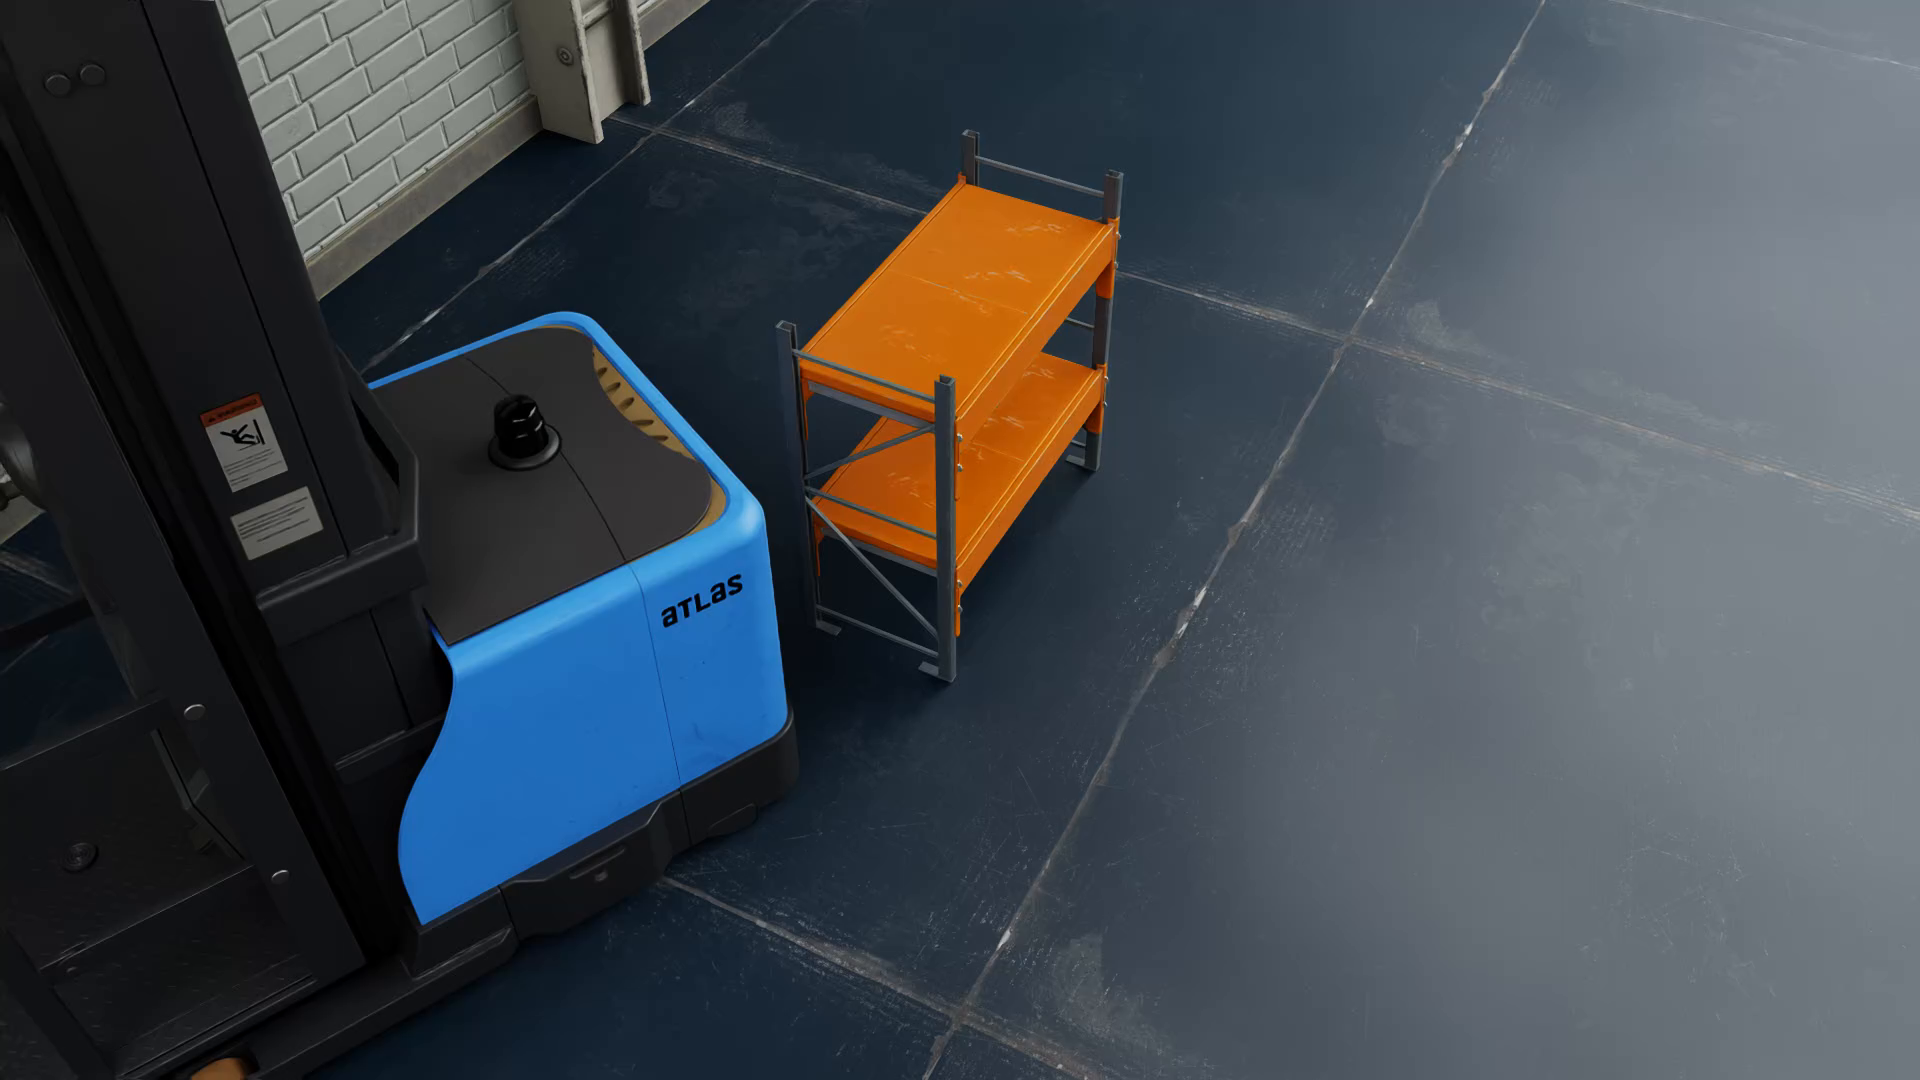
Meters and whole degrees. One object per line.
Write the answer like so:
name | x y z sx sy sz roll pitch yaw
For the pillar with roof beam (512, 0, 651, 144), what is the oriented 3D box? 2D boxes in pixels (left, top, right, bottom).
pillar with roof beam | 2.268 -3.550 2.432 9.100 9.000 0.400 20 49 19

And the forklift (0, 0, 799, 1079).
forklift | -1.932 -0.011 3.200 3.031 2.935 1.130 -27 51 -24

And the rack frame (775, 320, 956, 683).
rack frame | -0.239 -0.071 4.529 0.500 1.125 0.032 20 49 19

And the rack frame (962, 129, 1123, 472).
rack frame | 0.233 -0.711 5.162 0.500 1.125 0.032 20 49 19

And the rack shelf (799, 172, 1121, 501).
rack shelf | -0.003 -0.597 4.638 0.538 0.278 1.000 20 49 19

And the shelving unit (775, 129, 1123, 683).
shelving unit | -0.003 -0.391 4.846 0.538 1.125 1.048 20 49 19

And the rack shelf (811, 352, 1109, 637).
rack shelf | -0.003 -0.219 5.020 0.538 0.278 1.000 20 49 19
